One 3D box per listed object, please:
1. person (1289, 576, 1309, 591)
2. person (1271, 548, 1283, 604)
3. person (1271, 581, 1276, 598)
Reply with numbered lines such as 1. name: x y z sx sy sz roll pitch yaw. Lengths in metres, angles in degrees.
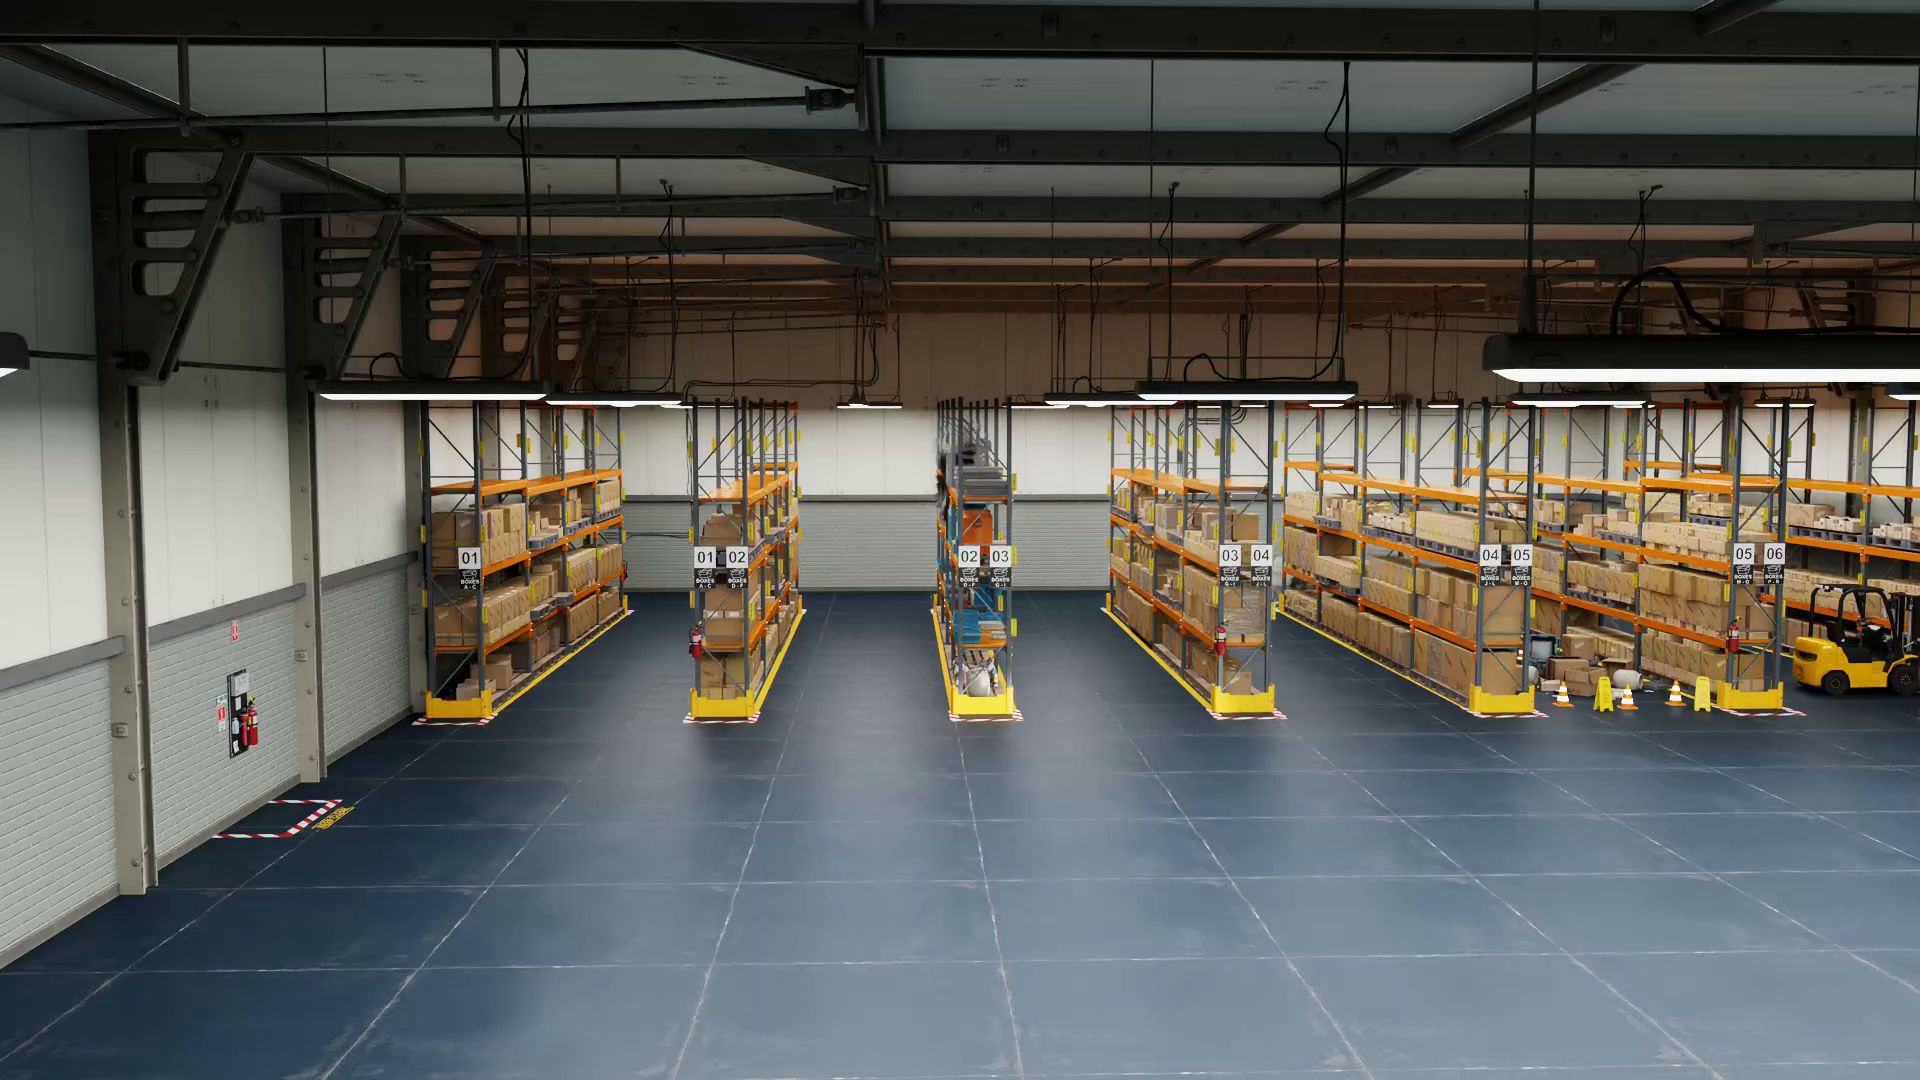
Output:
1. person: 9.998 1.085 48.772 0.956 1.806 0.718 -1 5 -12
2. person: 9.322 1.088 49.083 0.578 1.733 0.819 1 5 15
3. person: 7.674 1.592 42.070 0.641 1.784 0.695 -1 4 -7
